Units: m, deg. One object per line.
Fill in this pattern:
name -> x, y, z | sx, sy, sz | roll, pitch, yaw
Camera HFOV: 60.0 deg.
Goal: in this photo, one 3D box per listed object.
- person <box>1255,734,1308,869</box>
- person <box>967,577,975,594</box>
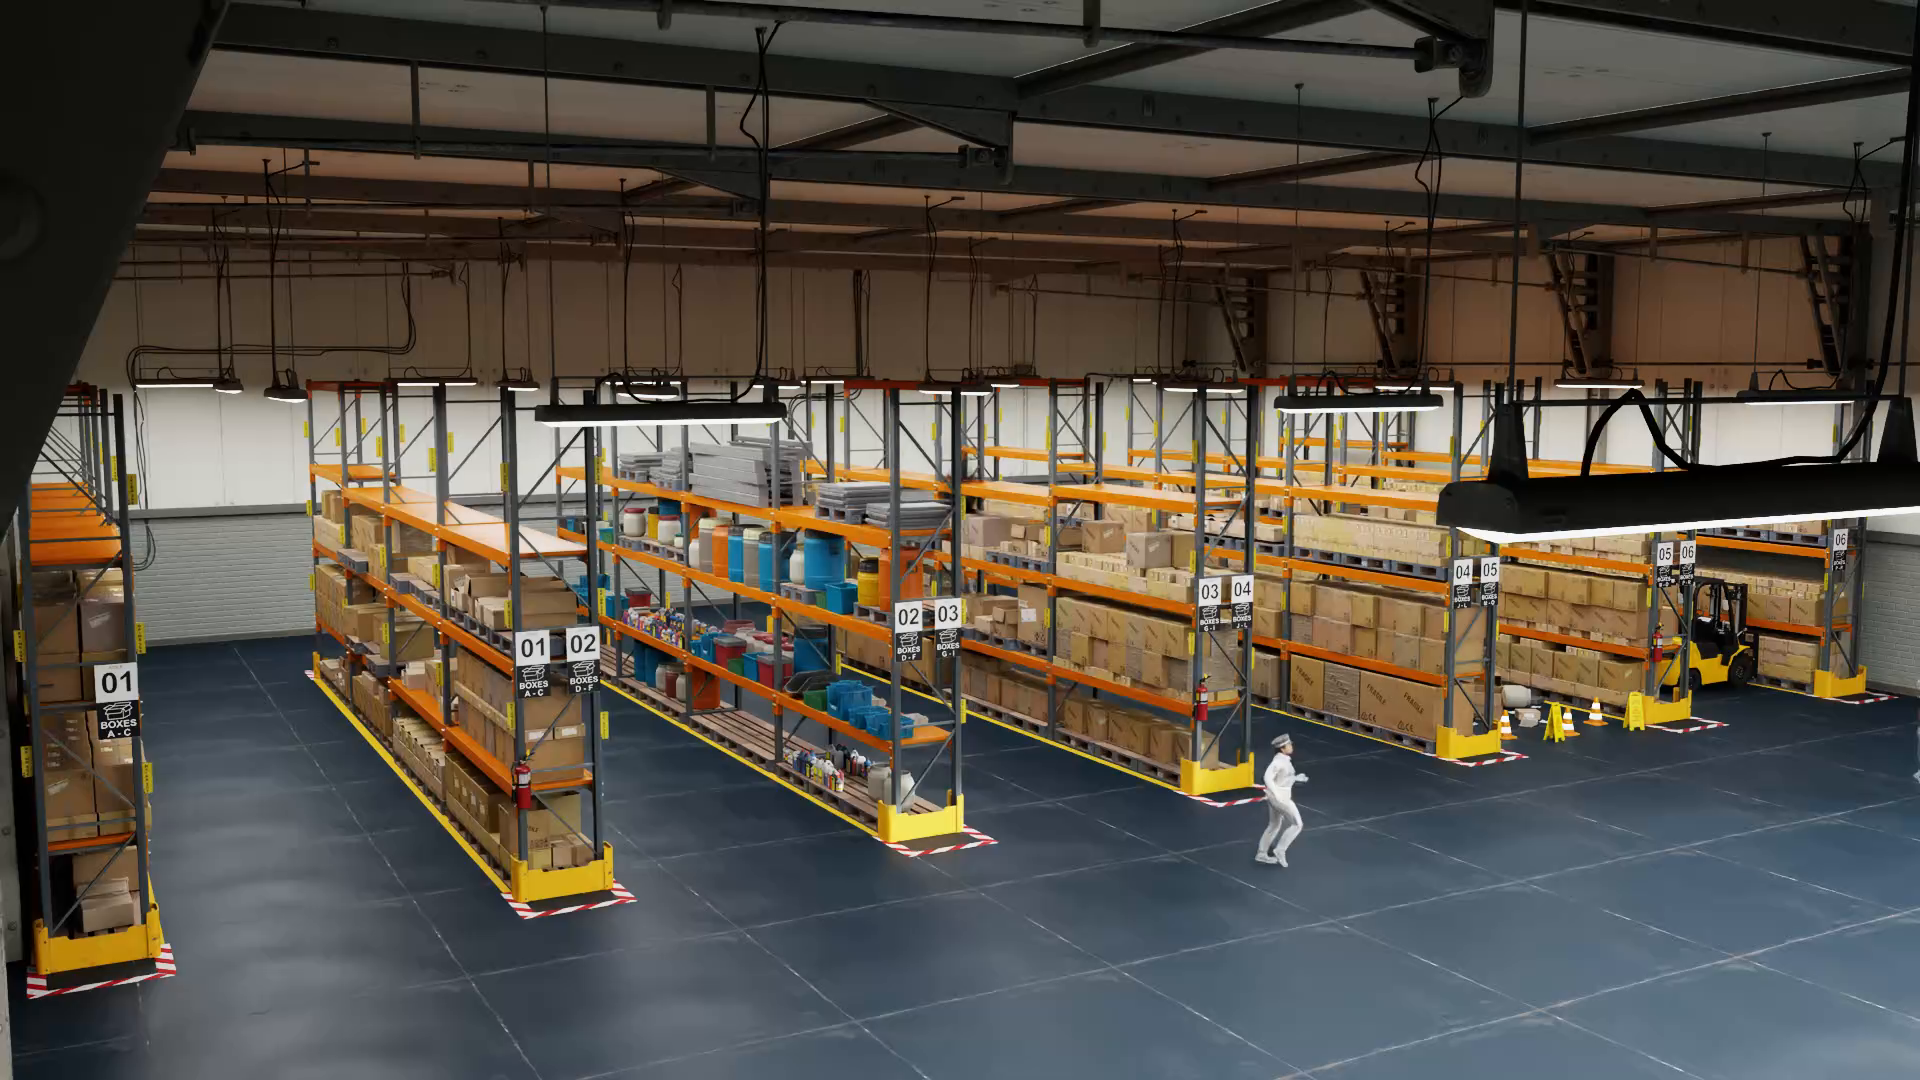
person -> 4.064, 3.279, 20.973 | 0.667, 1.704, 0.584 | 0, 6, 2
person -> 0.106, 0.957, 42.194 | 0.892, 1.760, 0.716 | 2, 6, 15
